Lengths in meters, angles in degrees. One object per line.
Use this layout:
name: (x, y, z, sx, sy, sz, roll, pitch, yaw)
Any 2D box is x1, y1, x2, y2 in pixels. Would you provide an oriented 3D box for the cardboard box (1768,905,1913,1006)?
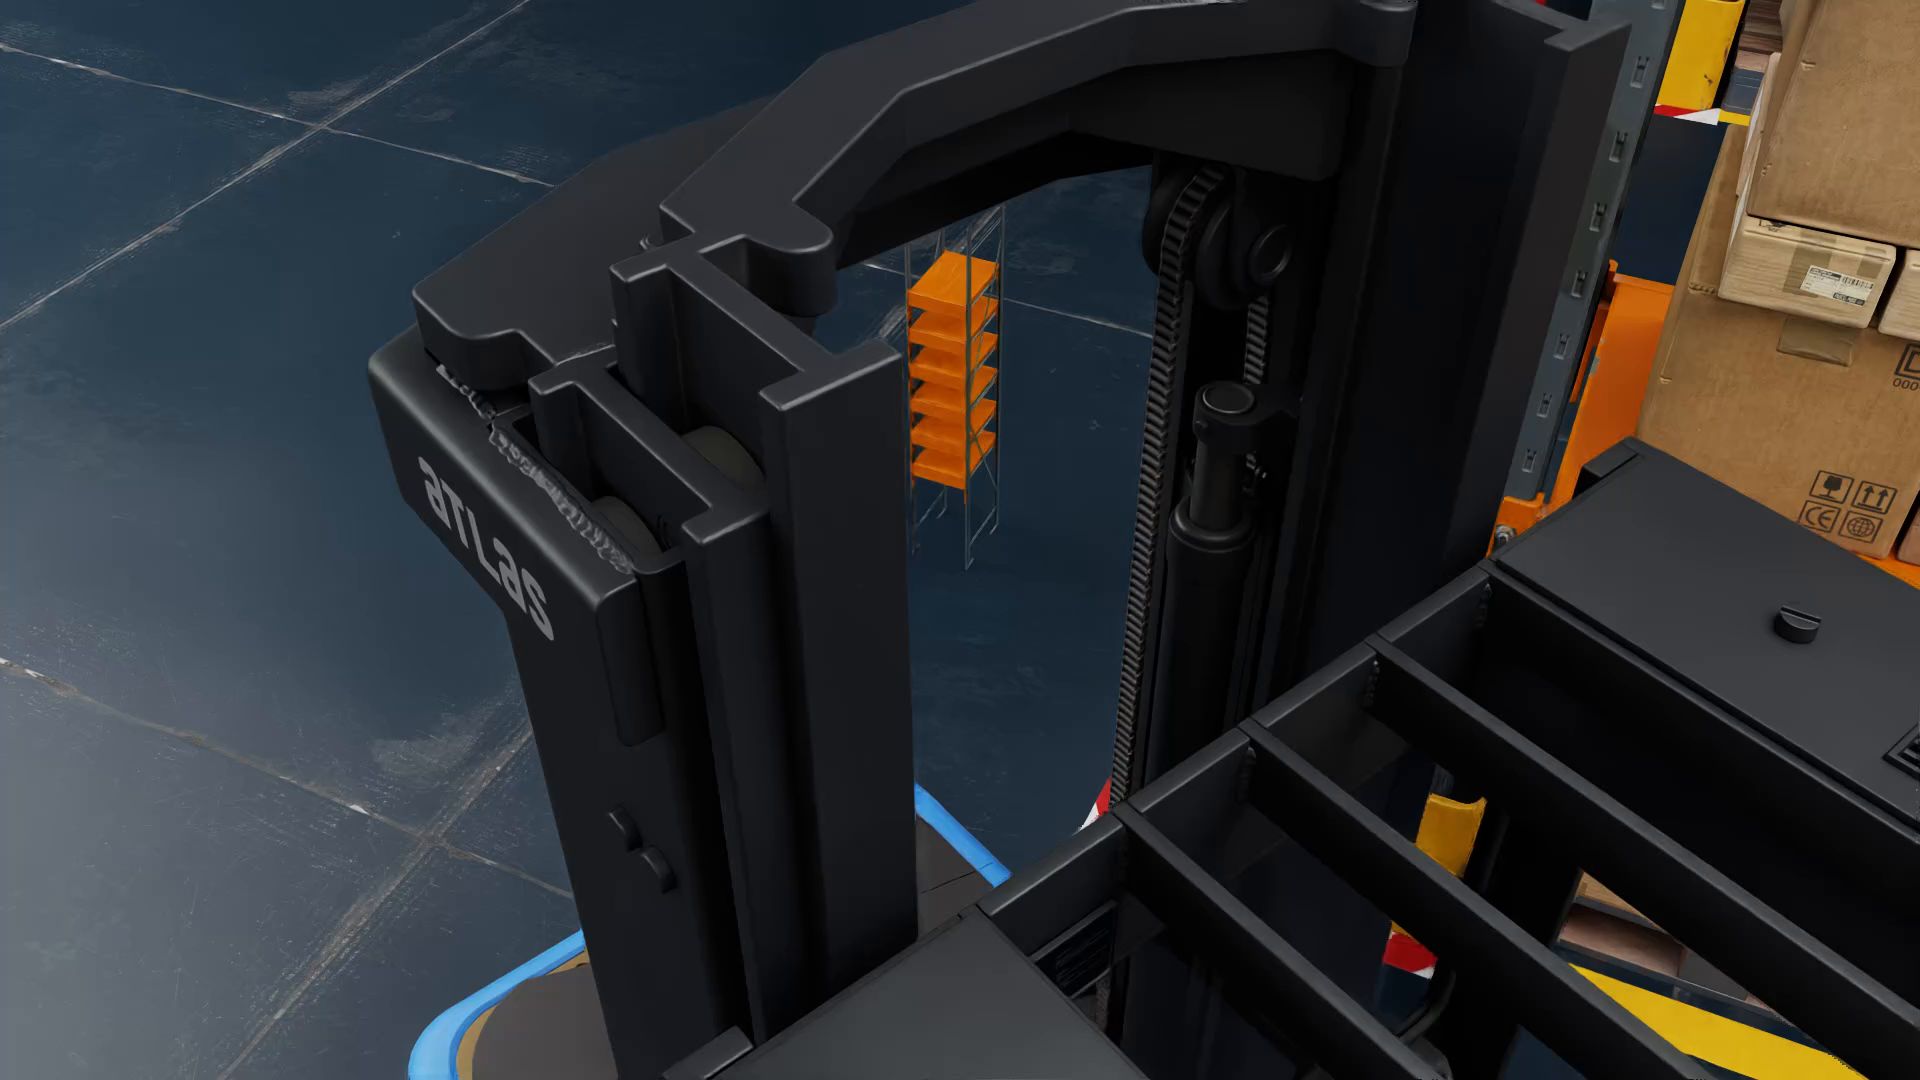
cardboard box: (2.139, 0.776, 3.844, 0.500, 0.250, 0.500, 17, 44, 19)

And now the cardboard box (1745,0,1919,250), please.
cardboard box: (1.758, -0.898, 2.929, 0.500, 0.500, 0.700, 17, 44, 19)

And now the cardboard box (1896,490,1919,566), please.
cardboard box: (2.188, -0.280, 3.206, 0.500, 0.500, 0.700, 18, 44, 20)

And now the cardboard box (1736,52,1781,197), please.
cardboard box: (1.719, -0.812, 3.325, 0.250, 0.149, 0.380, 16, 44, 18)

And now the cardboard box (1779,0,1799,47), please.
cardboard box: (3.973, -2.368, 7.409, 0.500, 0.311, 0.500, 12, 42, 14)

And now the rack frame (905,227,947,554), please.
rack frame: (-0.096, -0.483, 4.891, 0.006, 1.200, 0.240, 17, 44, 19)

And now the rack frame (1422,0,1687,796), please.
rack frame: (1.292, -0.522, 3.562, 0.127, 3.000, 1.000, 17, 44, 19)

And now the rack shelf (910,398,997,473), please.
rack shelf: (-0.013, -0.333, 4.969, 0.180, 0.103, 0.258, 17, 44, 19)

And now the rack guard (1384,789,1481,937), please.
rack guard: (1.271, 0.416, 4.388, 0.348, 0.500, 1.175, 17, 44, 19)

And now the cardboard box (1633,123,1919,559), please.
cardboard box: (1.710, -0.423, 3.371, 0.500, 0.500, 0.700, 17, 44, 19)

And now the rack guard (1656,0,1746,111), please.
rack guard: (3.452, -2.497, 7.749, 0.348, 0.500, 1.175, 17, 44, 19)

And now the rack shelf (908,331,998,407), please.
rack shelf: (-0.013, -0.514, 4.812, 0.180, 0.103, 0.258, 17, 44, 19)

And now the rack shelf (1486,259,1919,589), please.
rack shelf: (3.105, 0.304, 3.158, 4.000, 0.370, 1.077, 17, 44, 19)

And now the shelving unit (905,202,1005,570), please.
shelving unit: (-0.013, -0.457, 4.862, 0.189, 1.200, 0.258, 17, 44, 19)

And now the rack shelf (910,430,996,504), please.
rack shelf: (-0.013, -0.242, 5.048, 0.180, 0.103, 0.258, 17, 44, 19)

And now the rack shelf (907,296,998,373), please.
rack shelf: (-0.013, -0.605, 4.734, 0.180, 0.103, 0.258, 17, 44, 19)

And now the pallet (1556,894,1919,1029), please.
pallet: (2.003, 0.719, 4.259, 1.213, 0.211, 1.003, 17, 44, 19)

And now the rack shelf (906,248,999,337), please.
rack shelf: (-0.013, -0.696, 4.655, 0.180, 0.103, 0.258, 17, 44, 19)

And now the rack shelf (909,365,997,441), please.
rack shelf: (-0.013, -0.424, 4.891, 0.180, 0.103, 0.258, 17, 44, 19)

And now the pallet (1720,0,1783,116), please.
pallet: (4.174, -2.142, 7.560, 1.213, 0.211, 1.003, 17, 44, 19)

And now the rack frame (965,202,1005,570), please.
rack frame: (0.070, -0.432, 4.832, 0.006, 1.200, 0.240, 17, 44, 19)

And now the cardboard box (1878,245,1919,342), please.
cardboard box: (1.797, -0.497, 2.961, 0.250, 0.149, 0.380, 16, 43, 18)

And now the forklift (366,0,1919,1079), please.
forklift: (0.409, 1.054, 1.796, 1.130, 2.935, 3.031, -28, 48, -29)

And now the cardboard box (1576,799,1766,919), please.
cardboard box: (1.684, 0.639, 4.001, 0.500, 0.250, 0.500, 17, 44, 19)

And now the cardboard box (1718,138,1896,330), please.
cardboard box: (1.557, -0.568, 3.044, 0.250, 0.149, 0.380, 17, 44, 18)
